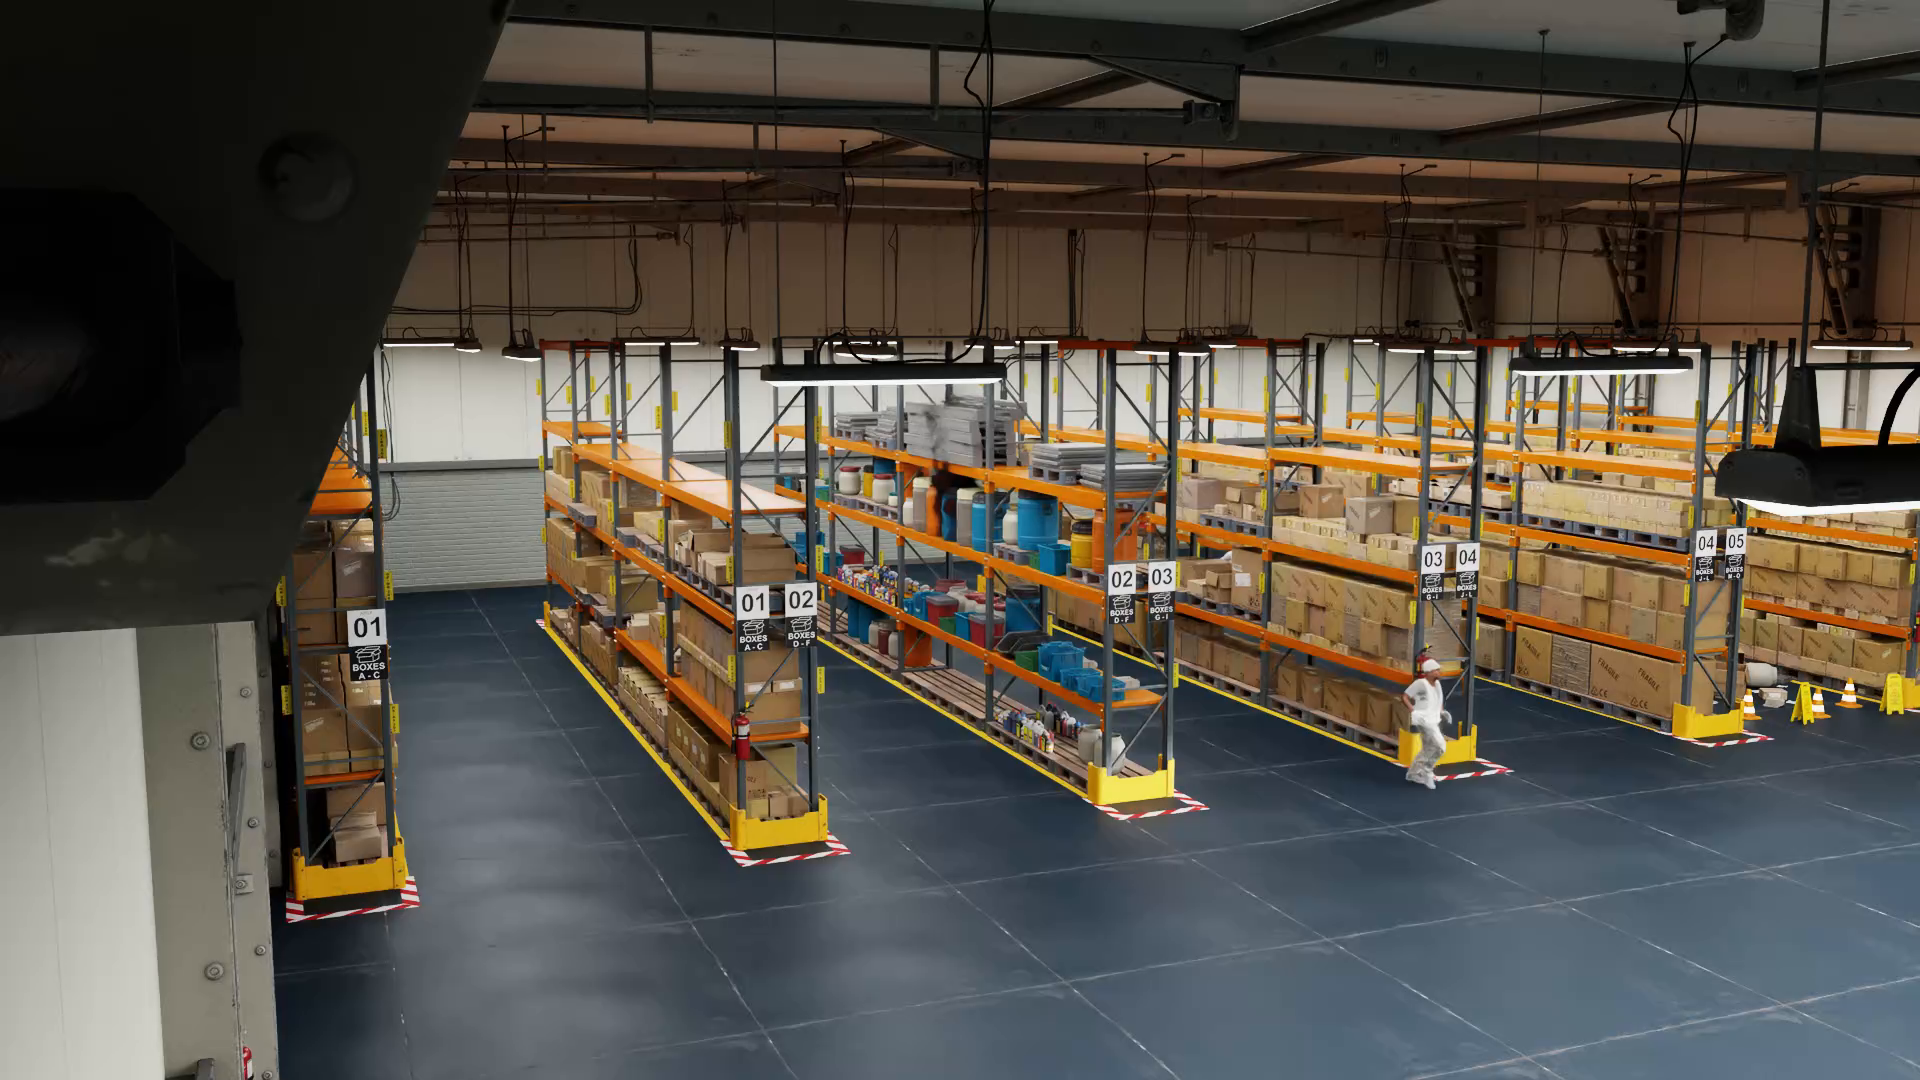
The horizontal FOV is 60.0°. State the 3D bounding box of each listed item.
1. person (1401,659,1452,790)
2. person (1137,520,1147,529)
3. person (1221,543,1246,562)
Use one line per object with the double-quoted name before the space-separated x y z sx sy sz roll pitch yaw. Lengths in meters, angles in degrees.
"person" 6.416 2.512 22.741 0.639 1.773 0.700 7 10 41
"person" 4.408 0.191 40.780 0.834 1.762 0.676 -5 9 -32
"person" 5.919 0.883 35.062 0.680 1.833 0.867 -3 8 -21
